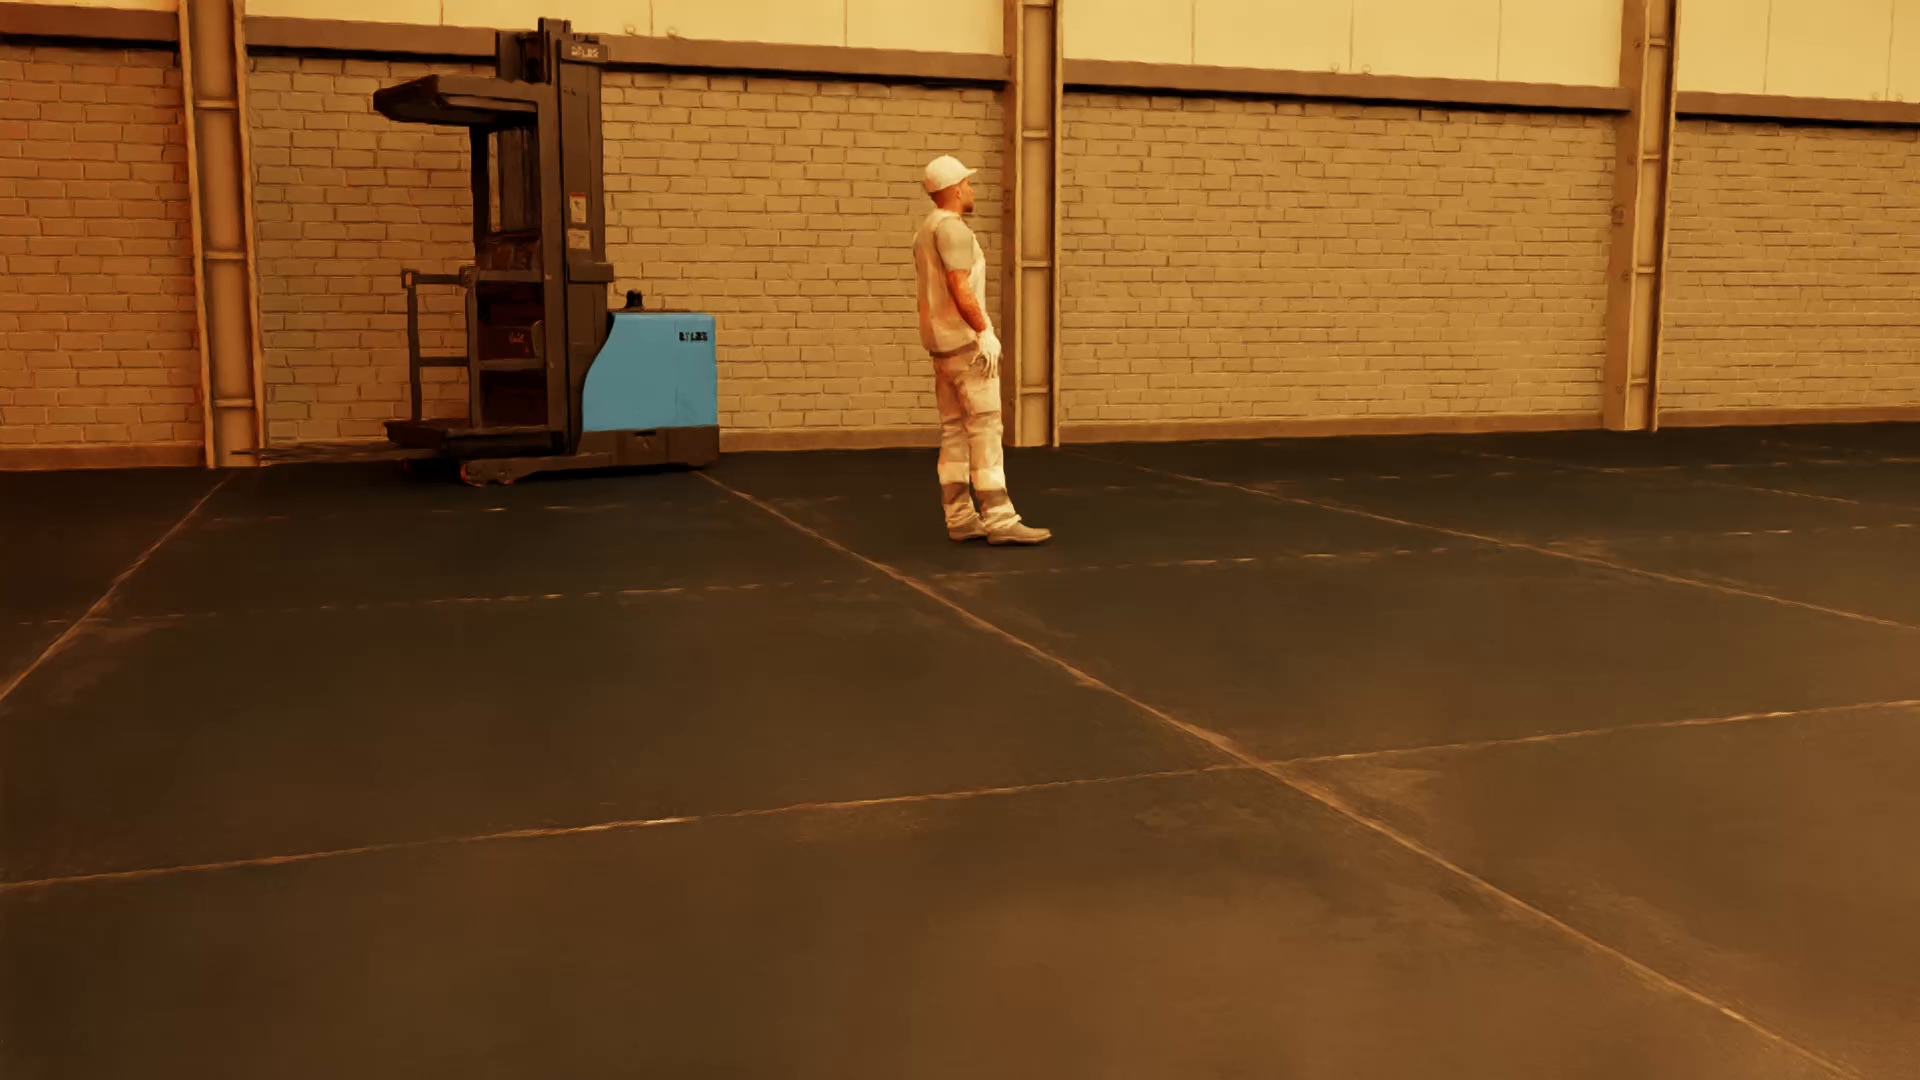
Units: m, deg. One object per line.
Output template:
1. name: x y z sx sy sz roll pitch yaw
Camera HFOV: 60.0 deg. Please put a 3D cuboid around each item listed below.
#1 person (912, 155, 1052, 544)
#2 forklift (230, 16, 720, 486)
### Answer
1. person: 0.080 -0.895 7.817 0.563 1.787 0.637 -3 8 -18
2. forklift: -3.130 -1.870 10.796 3.031 2.935 1.130 -6 10 -38
